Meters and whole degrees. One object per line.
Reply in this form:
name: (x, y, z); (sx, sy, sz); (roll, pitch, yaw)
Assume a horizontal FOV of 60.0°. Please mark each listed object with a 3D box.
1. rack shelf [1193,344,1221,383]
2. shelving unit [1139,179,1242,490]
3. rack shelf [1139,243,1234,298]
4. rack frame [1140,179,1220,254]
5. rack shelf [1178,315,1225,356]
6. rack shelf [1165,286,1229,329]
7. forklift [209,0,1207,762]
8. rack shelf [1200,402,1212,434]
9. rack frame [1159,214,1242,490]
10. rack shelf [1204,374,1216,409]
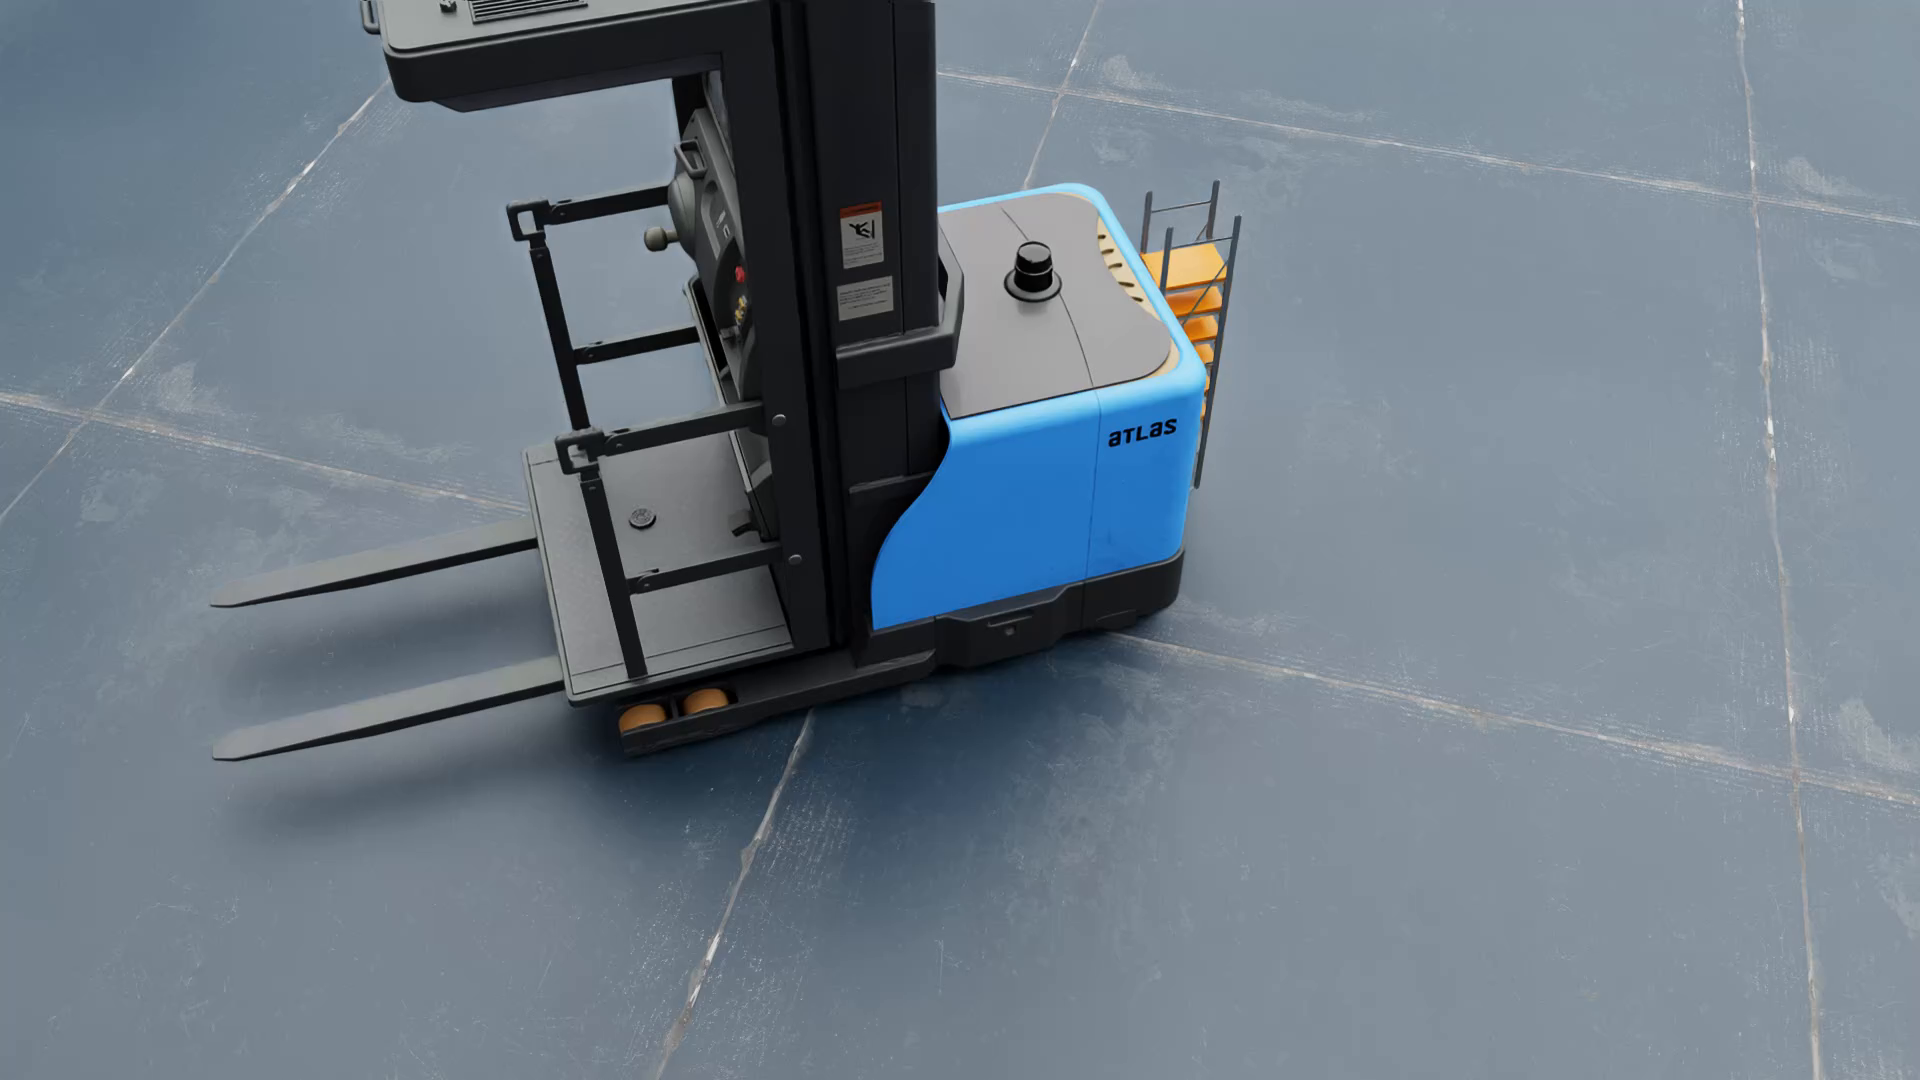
rack shelf: (0.710, -0.597, 5.536); (0.258, 0.103, 0.180); (-11, 50, -10)
shelving unit: (0.710, -0.626, 5.502); (0.258, 1.200, 0.189); (-11, 50, -10)
rack shelf: (0.710, -0.835, 5.266); (0.258, 0.103, 0.180); (-11, 50, -10)
rack frame: (0.687, -0.692, 5.561); (0.240, 1.200, 0.006); (-11, 50, -10)
rack shelf: (0.710, -0.676, 5.446); (0.258, 0.103, 0.180); (-11, 50, -10)
rack shelf: (0.710, -0.756, 5.356); (0.258, 0.103, 0.180); (-11, 50, -10)
forklift: (-0.849, -0.753, 4.459); (3.031, 2.935, 1.130); (-13, 50, -11)
rack shelf: (0.711, -0.438, 5.715); (0.258, 0.103, 0.180); (-11, 50, -10)
rack frame: (0.734, -0.560, 5.444); (0.240, 1.200, 0.006); (-11, 50, -10)
rack shelf: (0.711, -0.517, 5.626); (0.258, 0.103, 0.180); (-11, 50, -10)
